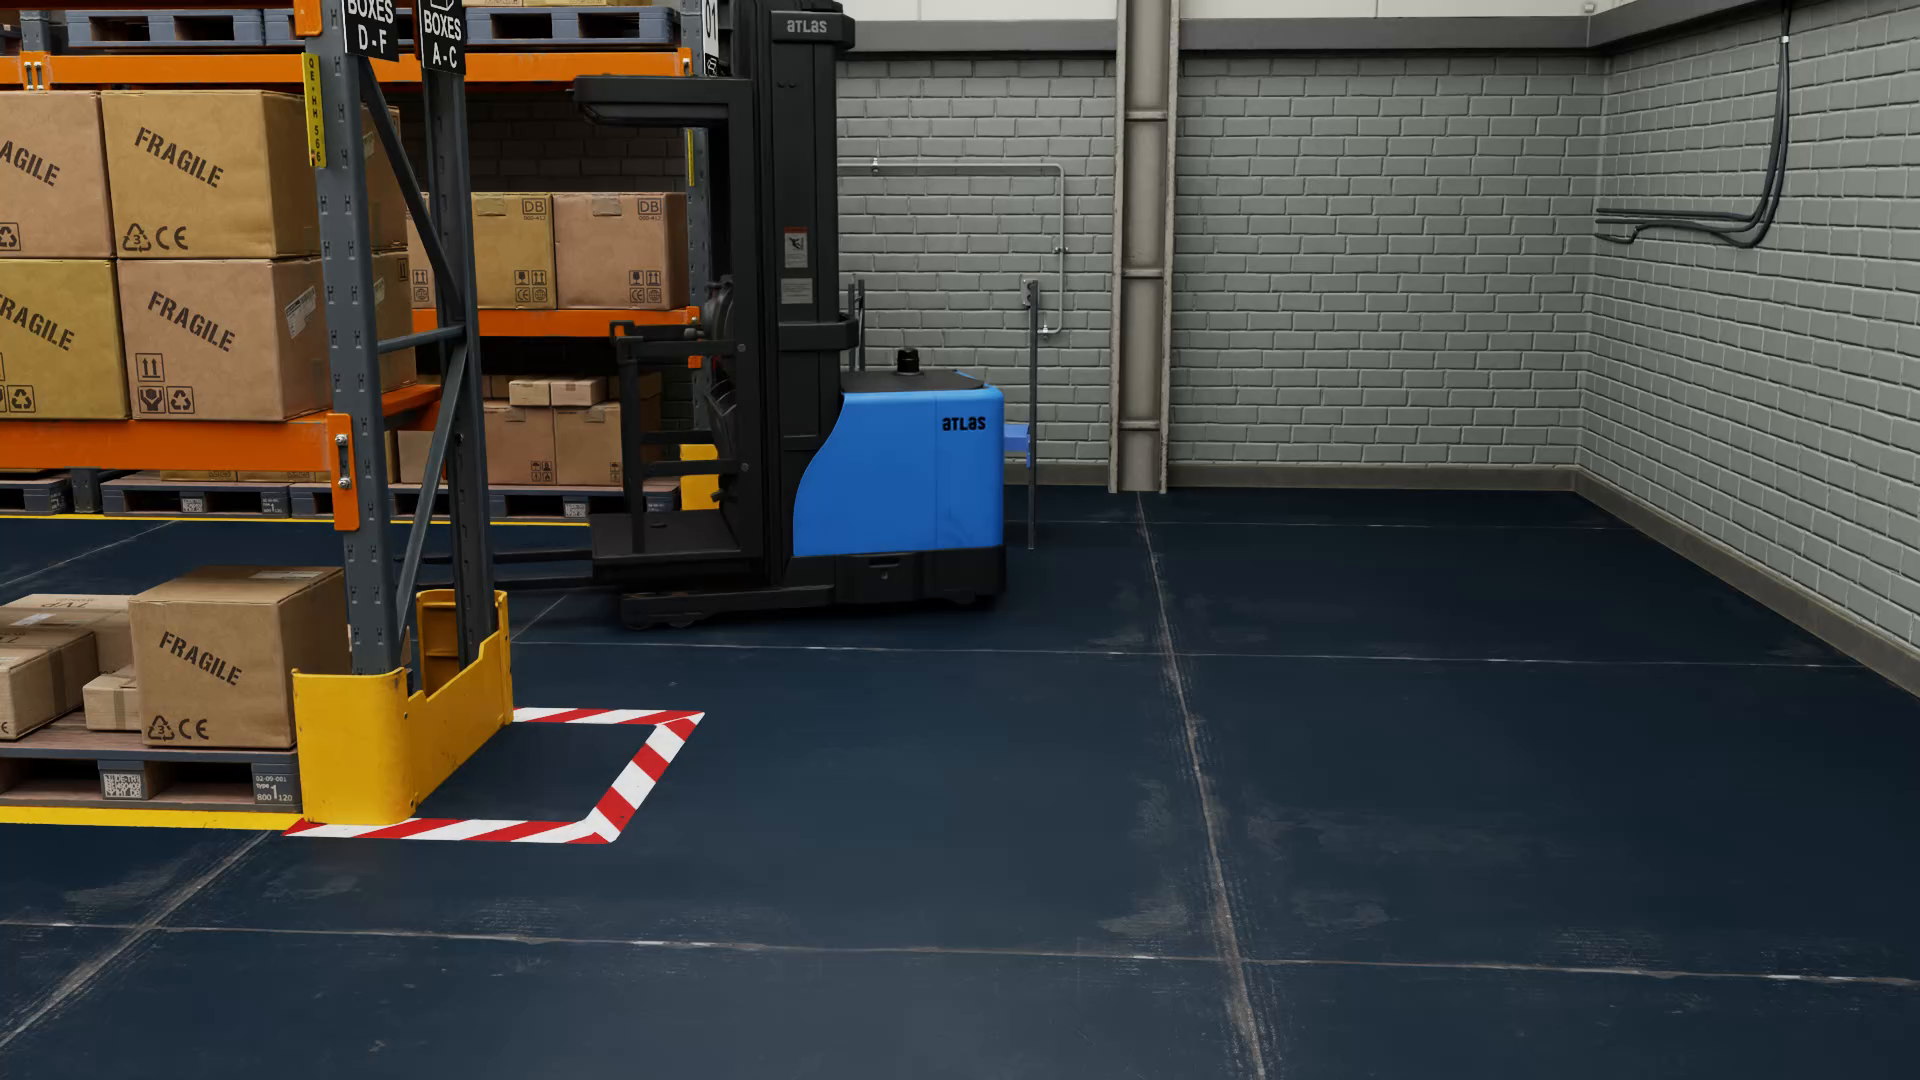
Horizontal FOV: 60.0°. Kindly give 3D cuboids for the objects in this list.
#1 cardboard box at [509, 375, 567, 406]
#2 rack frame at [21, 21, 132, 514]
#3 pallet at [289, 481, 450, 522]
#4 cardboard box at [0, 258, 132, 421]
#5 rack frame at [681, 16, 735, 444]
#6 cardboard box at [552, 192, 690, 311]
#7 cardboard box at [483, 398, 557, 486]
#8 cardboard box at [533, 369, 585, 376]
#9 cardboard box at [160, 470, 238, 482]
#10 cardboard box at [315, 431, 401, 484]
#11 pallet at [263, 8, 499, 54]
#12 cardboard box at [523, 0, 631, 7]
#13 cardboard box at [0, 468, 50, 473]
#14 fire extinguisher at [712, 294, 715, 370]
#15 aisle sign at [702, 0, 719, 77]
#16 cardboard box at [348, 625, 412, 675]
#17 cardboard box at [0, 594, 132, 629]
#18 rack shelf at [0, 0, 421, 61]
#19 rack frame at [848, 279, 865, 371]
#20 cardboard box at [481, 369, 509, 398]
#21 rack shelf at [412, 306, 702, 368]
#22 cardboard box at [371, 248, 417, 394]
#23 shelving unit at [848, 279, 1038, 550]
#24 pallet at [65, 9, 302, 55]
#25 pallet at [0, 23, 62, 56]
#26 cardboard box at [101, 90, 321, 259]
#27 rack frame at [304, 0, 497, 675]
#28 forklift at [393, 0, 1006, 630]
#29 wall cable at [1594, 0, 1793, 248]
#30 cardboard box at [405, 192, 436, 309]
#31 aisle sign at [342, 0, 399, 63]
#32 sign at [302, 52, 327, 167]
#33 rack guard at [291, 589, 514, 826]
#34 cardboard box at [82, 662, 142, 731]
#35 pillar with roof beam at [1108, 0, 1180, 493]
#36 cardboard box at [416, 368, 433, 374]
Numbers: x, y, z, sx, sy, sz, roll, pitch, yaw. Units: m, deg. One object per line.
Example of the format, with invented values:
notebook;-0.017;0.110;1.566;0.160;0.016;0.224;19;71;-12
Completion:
cardboard box;-2.633;-0.935;10.407;0.250;0.149;0.380;1;12;5
rack frame;-5.524;-1.733;10.728;0.127;3.000;1.000;1;12;4
pallet;-3.550;-0.326;10.810;1.213;0.211;1.003;1;12;4
cardboard box;-2.843;-0.672;5.412;0.500;0.500;0.500;1;12;4
rack frame;-1.533;-1.679;10.466;0.127;3.000;1.000;1;12;4
cardboard box;-2.042;-1.830;10.459;0.700;0.700;0.980;1;12;6
cardboard box;-2.737;-0.657;10.660;0.500;0.500;0.700;1;12;4
cardboard box;-2.605;-1.013;10.780;0.250;0.149;0.380;1;12;4
cardboard box;-4.784;-0.684;10.792;0.500;0.500;0.700;1;12;4
cardboard box;-3.771;-0.669;10.720;0.500;0.500;0.700;1;12;5
pallet;-3.494;-3.128;10.284;1.213;0.211;1.003;1;12;4
cardboard box;-2.281;-3.284;9.910;0.500;0.250;0.500;1;12;5
cardboard box;-6.181;-0.869;10.821;0.750;0.750;0.750;1;12;4
fire extinguisher;-1.413;-1.362;10.052;0.183;0.674;0.296;1;12;4
aisle sign;-1.481;-2.889;9.903;0.004;0.787;0.394;1;12;4
cardboard box;-2.255;0.438;6.238;0.250;0.149;0.380;1;12;4
cardboard box;-3.381;0.385;6.243;0.500;0.250;0.500;1;12;4
rack shelf;-3.855;-1.810;5.526;4.000;0.370;1.077;1;12;4
rack frame;-0.592;-0.742;9.653;0.032;1.500;0.500;1;12;4
cardboard box;-3.109;-1.020;10.813;0.250;0.149;0.380;1;12;5
rack shelf;-3.528;-1.354;10.671;4.000;0.370;1.077;1;12;4
cardboard box;-2.285;-0.775;5.905;0.500;0.500;0.500;1;12;5
shelving unit;-0.085;-0.735;9.620;1.048;1.500;0.538;1;12;4
pallet;-4.708;-3.145;10.366;1.213;0.211;1.003;1;12;4
pallet;-6.442;-3.110;10.452;1.217;0.209;0.805;0;12;1
cardboard box;-2.322;-1.155;5.276;0.500;0.500;0.500;1;12;3
rack frame;-1.860;-0.667;5.628;0.127;3.000;1.000;1;12;4
forklift;-1.347;-1.132;8.023;3.031;2.935;1.130;-3;12;-13
wall cable;4.087;-2.945;9.451;0.112;2.526;3.097;1;12;4
cardboard box;-3.529;-1.850;10.555;0.700;0.700;0.980;0;12;1
aisle sign;-1.812;-1.875;5.058;0.004;0.787;0.394;1;12;4
sign;-1.917;-1.275;4.937;0.005;0.325;0.100;1;12;4
rack guard;-1.936;0.556;5.889;0.348;0.500;1.175;1;12;4
cardboard box;-2.817;0.524;5.783;0.250;0.166;0.380;1;12;4
pillar with roof beam;0.932;-3.875;6.316;0.400;9.000;9.100;1;12;4
cardboard box;-3.617;-1.027;10.846;0.250;0.149;0.380;1;12;3
